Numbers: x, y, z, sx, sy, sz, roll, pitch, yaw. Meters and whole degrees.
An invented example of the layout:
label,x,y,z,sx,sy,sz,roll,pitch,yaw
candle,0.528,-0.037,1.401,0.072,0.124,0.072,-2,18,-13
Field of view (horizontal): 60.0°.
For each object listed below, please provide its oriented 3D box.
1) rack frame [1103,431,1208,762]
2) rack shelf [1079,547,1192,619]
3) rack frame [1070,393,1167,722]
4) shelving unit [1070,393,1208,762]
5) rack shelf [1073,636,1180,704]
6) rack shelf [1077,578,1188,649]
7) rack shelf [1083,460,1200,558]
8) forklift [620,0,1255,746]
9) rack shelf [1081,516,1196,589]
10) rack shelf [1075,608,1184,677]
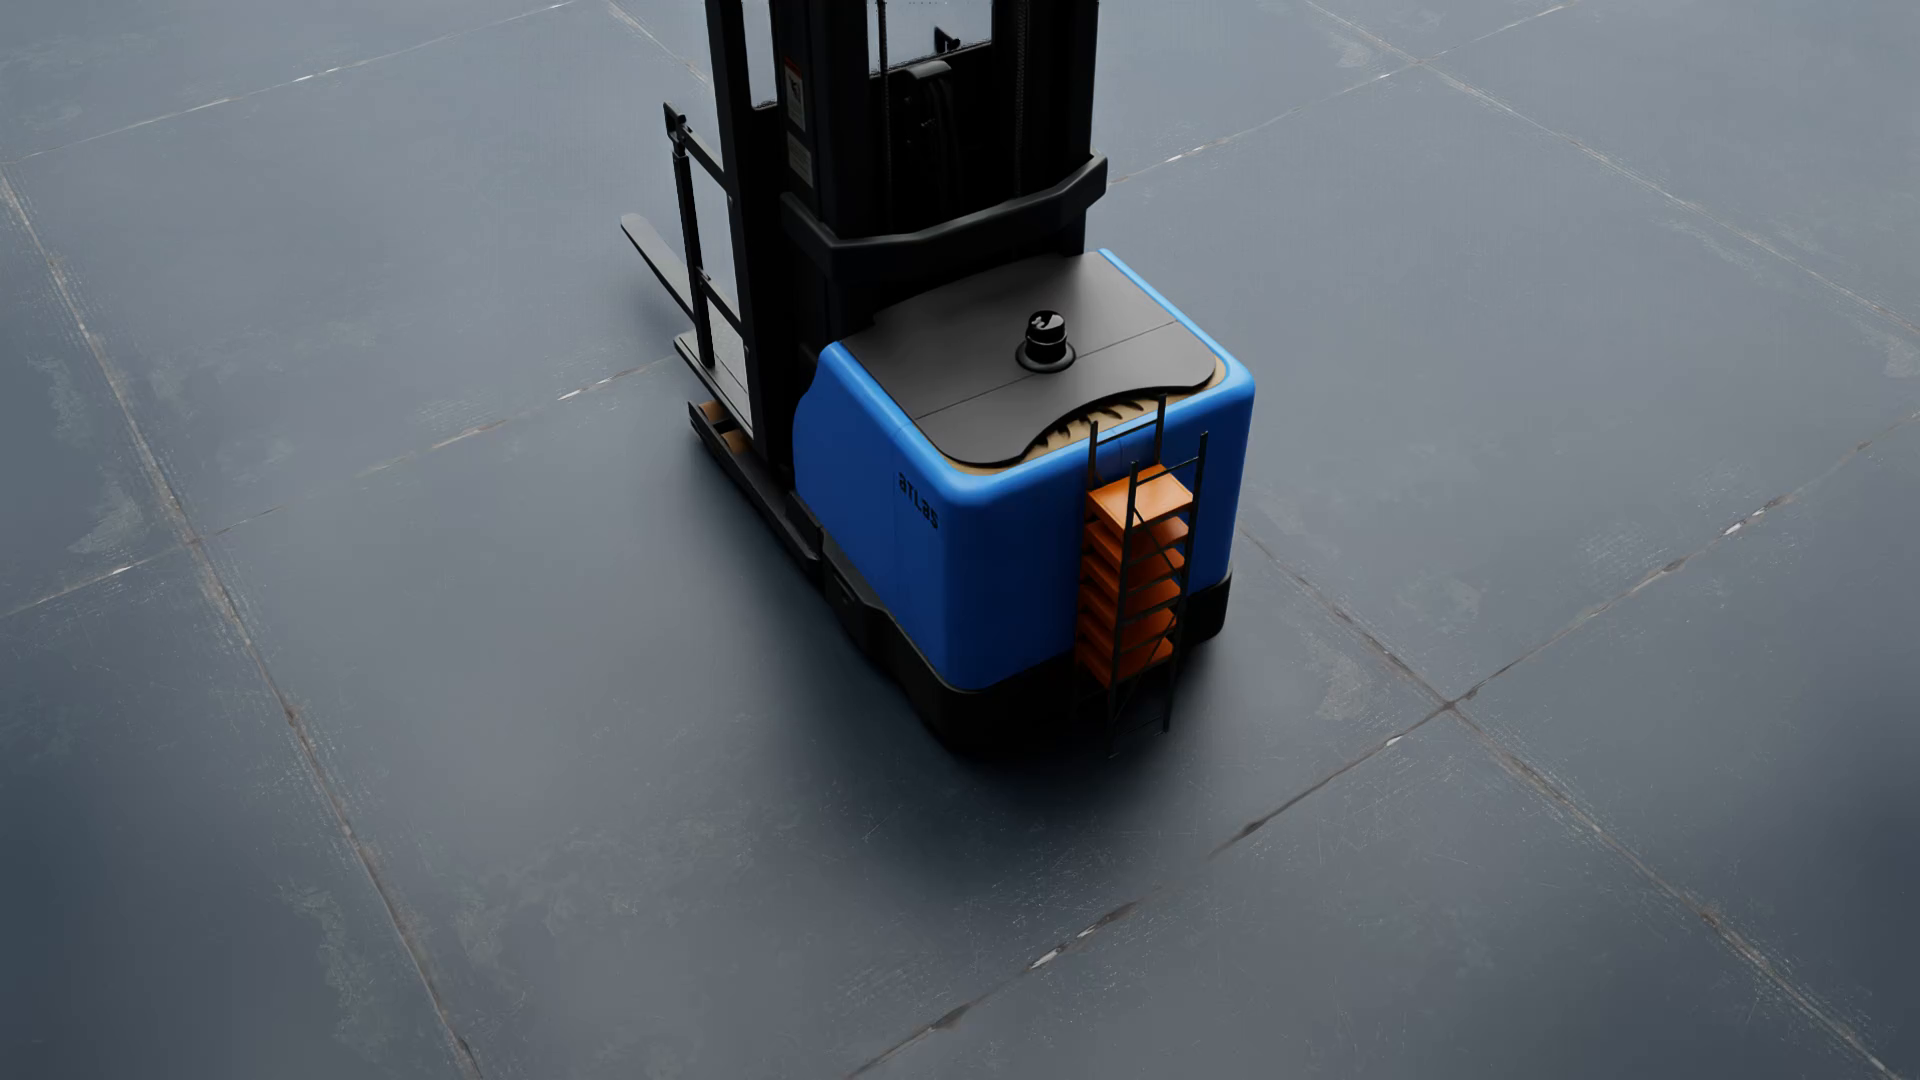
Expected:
label,x,y,z,sx,sy,sz,roll,pitch,yaw
rack frame,0.539,0.196,4.676,0.240,1.200,0.006,-22,48,-22
rack shelf,0.492,0.087,4.681,0.258,0.103,0.180,-22,48,-22
rack frame,0.445,0.087,4.790,0.240,1.200,0.006,-22,48,-22
shelving unit,0.492,0.141,4.733,0.258,1.200,0.189,-22,48,-22
rack shelf,0.492,0.347,4.929,0.258,0.103,0.180,-22,48,-22
rack shelf,0.492,0.173,4.764,0.258,0.103,0.180,-22,48,-22
rack shelf,0.492,-0.087,4.515,0.258,0.103,0.180,-22,48,-22
forklift,-0.332,-1.444,5.140,1.130,2.935,3.031,-22,48,-22
rack shelf,0.492,0.000,4.598,0.258,0.103,0.180,-22,48,-22
rack shelf,0.492,0.260,4.847,0.258,0.103,0.180,-22,48,-22
